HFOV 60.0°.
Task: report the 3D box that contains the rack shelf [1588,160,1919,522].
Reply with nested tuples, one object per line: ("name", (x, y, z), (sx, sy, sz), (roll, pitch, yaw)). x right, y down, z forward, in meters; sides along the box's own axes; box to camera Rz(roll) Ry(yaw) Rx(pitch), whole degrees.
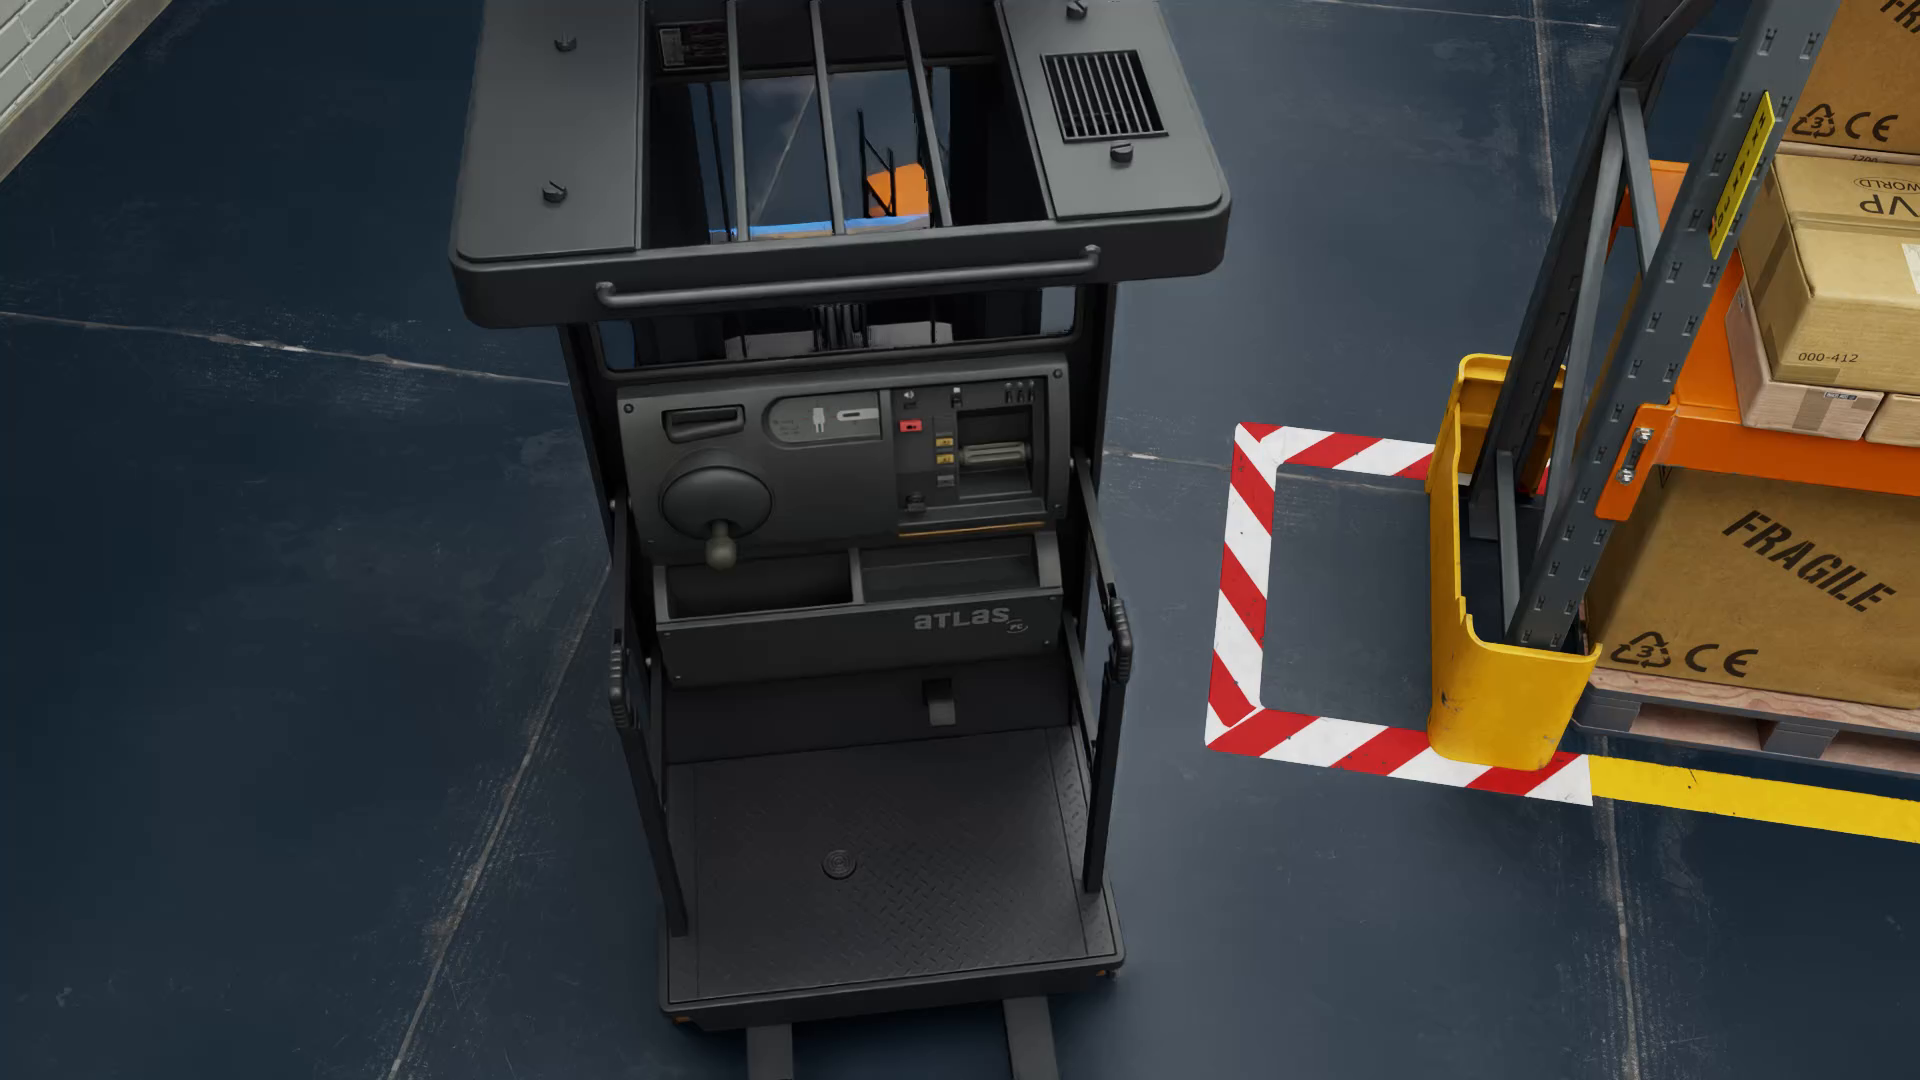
("rack shelf", (3.588, -0.288, 3.976), (4.000, 0.370, 1.077), (8, 49, 7))

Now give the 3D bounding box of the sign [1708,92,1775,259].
("sign", (1.515, -0.703, 3.230), (0.005, 0.325, 0.100), (8, 49, 7))

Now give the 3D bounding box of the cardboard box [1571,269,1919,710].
("cardboard box", (2.263, -0.197, 4.557), (0.875, 0.875, 0.875), (8, 49, 7))

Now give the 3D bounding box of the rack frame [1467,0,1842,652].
("rack frame", (1.619, -0.793, 3.946), (0.127, 3.000, 1.000), (8, 49, 7))

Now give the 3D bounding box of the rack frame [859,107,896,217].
("rack frame", (-0.234, -0.752, 5.117), (0.006, 1.200, 0.240), (-19, 50, -17))

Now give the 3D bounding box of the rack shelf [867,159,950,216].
("rack shelf", (-0.152, -0.994, 4.910), (0.180, 0.103, 0.258), (-19, 50, -17))

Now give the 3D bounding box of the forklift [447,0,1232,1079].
("forklift", (-0.205, -0.061, 3.335), (1.130, 2.935, 3.031), (-5, 48, -5))

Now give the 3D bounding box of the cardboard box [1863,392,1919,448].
("cardboard box", (2.163, -0.388, 3.751), (0.250, 0.149, 0.380), (7, 48, 6))

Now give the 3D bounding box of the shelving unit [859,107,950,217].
("shelving unit", (-0.151, -0.781, 5.143), (0.189, 1.200, 0.258), (-19, 50, -17))

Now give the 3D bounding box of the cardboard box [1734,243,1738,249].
("cardboard box", (2.028, -0.903, 4.214), (0.250, 0.149, 0.380), (9, 49, 8))

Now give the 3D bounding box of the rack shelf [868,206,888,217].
("rack shelf", (-0.152, -0.913, 4.999), (0.180, 0.103, 0.258), (-19, 50, -17))

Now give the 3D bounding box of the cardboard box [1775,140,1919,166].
("cardboard box", (2.144, -0.972, 4.008), (0.500, 0.250, 0.500), (7, 48, 6))

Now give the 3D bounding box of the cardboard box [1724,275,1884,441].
("cardboard box", (1.910, -0.421, 3.780), (0.250, 0.149, 0.380), (8, 49, 7))

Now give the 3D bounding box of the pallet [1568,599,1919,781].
("pallet", (2.420, 0.188, 4.940), (1.213, 0.211, 1.003), (8, 49, 7))

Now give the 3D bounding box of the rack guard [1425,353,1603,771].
("rack guard", (1.596, 0.039, 4.879), (0.348, 0.500, 1.175), (8, 49, 7))

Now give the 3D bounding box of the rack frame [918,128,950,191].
("rack frame", (-0.068, -0.810, 5.169), (0.006, 1.200, 0.240), (-19, 50, -17))

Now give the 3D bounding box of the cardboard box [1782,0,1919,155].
("cardboard box", (2.146, -1.221, 3.727), (0.500, 0.500, 0.500), (8, 49, 7))

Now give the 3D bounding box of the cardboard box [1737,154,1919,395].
("cardboard box", (2.044, -0.581, 3.656), (0.500, 0.250, 0.500), (7, 48, 6))
